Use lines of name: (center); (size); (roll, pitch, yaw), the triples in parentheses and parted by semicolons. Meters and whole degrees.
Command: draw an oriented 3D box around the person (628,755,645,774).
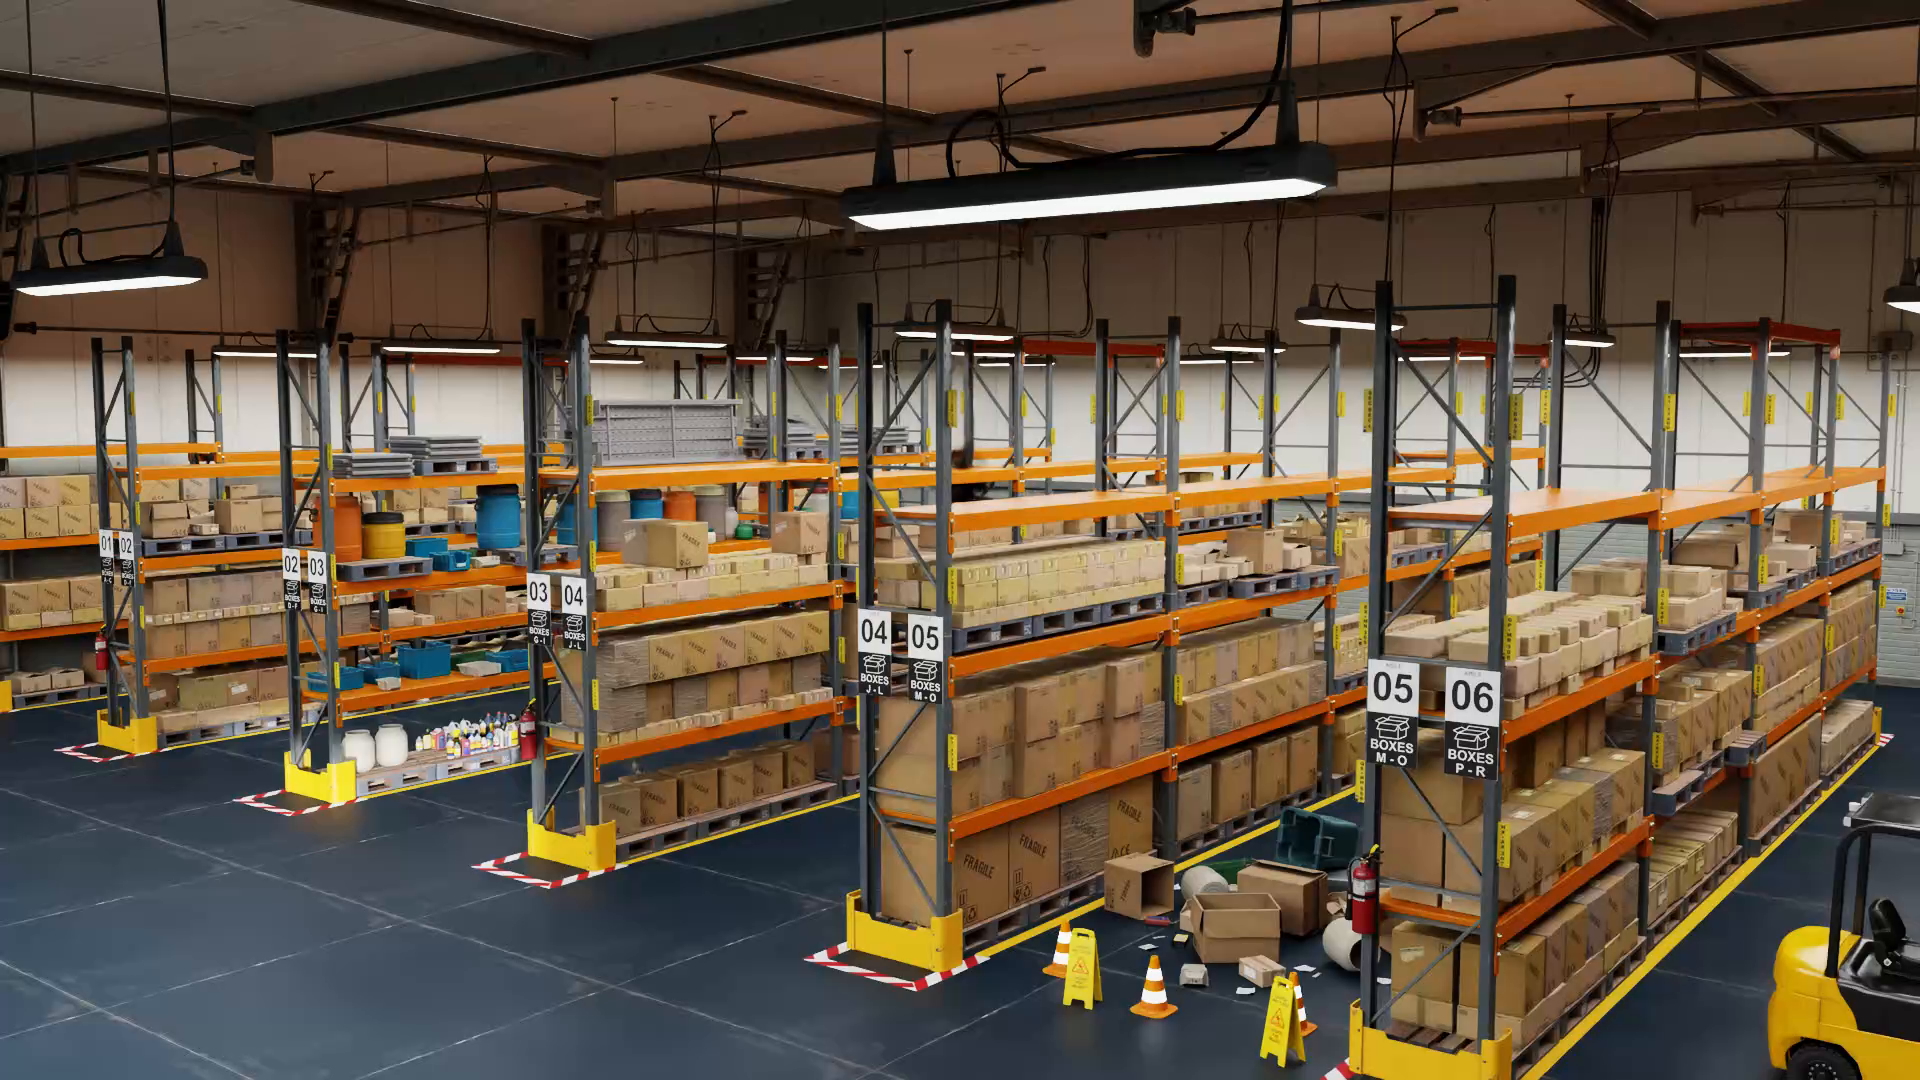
person: (-4.391, 2.463, 22.151); (0.569, 1.534, 0.682); (2, 5, 24)
